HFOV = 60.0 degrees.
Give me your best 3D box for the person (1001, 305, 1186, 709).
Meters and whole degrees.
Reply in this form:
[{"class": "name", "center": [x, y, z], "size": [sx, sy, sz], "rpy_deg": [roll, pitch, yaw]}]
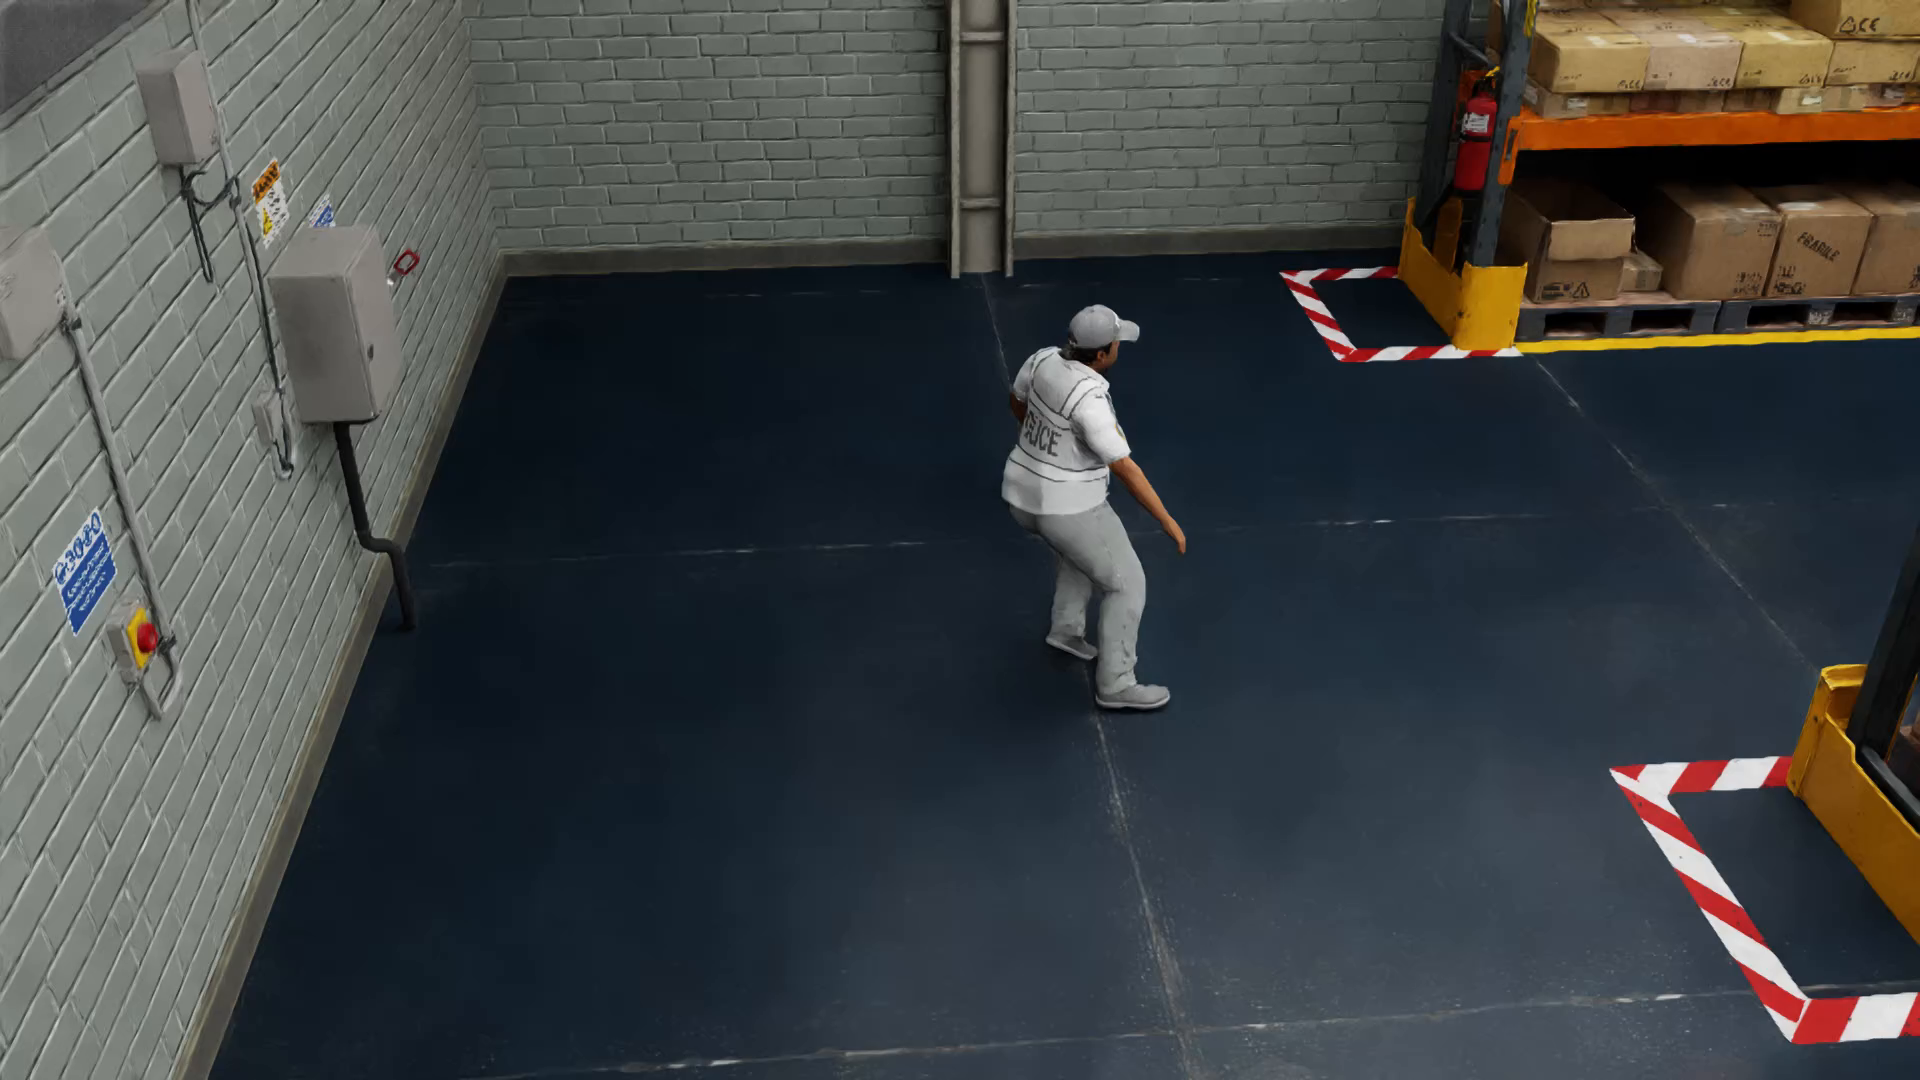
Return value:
[{"class": "person", "center": [0.491, -0.124, 6.471], "size": [0.523, 1.618, 0.864], "rpy_deg": [-19, 36, -28]}]
